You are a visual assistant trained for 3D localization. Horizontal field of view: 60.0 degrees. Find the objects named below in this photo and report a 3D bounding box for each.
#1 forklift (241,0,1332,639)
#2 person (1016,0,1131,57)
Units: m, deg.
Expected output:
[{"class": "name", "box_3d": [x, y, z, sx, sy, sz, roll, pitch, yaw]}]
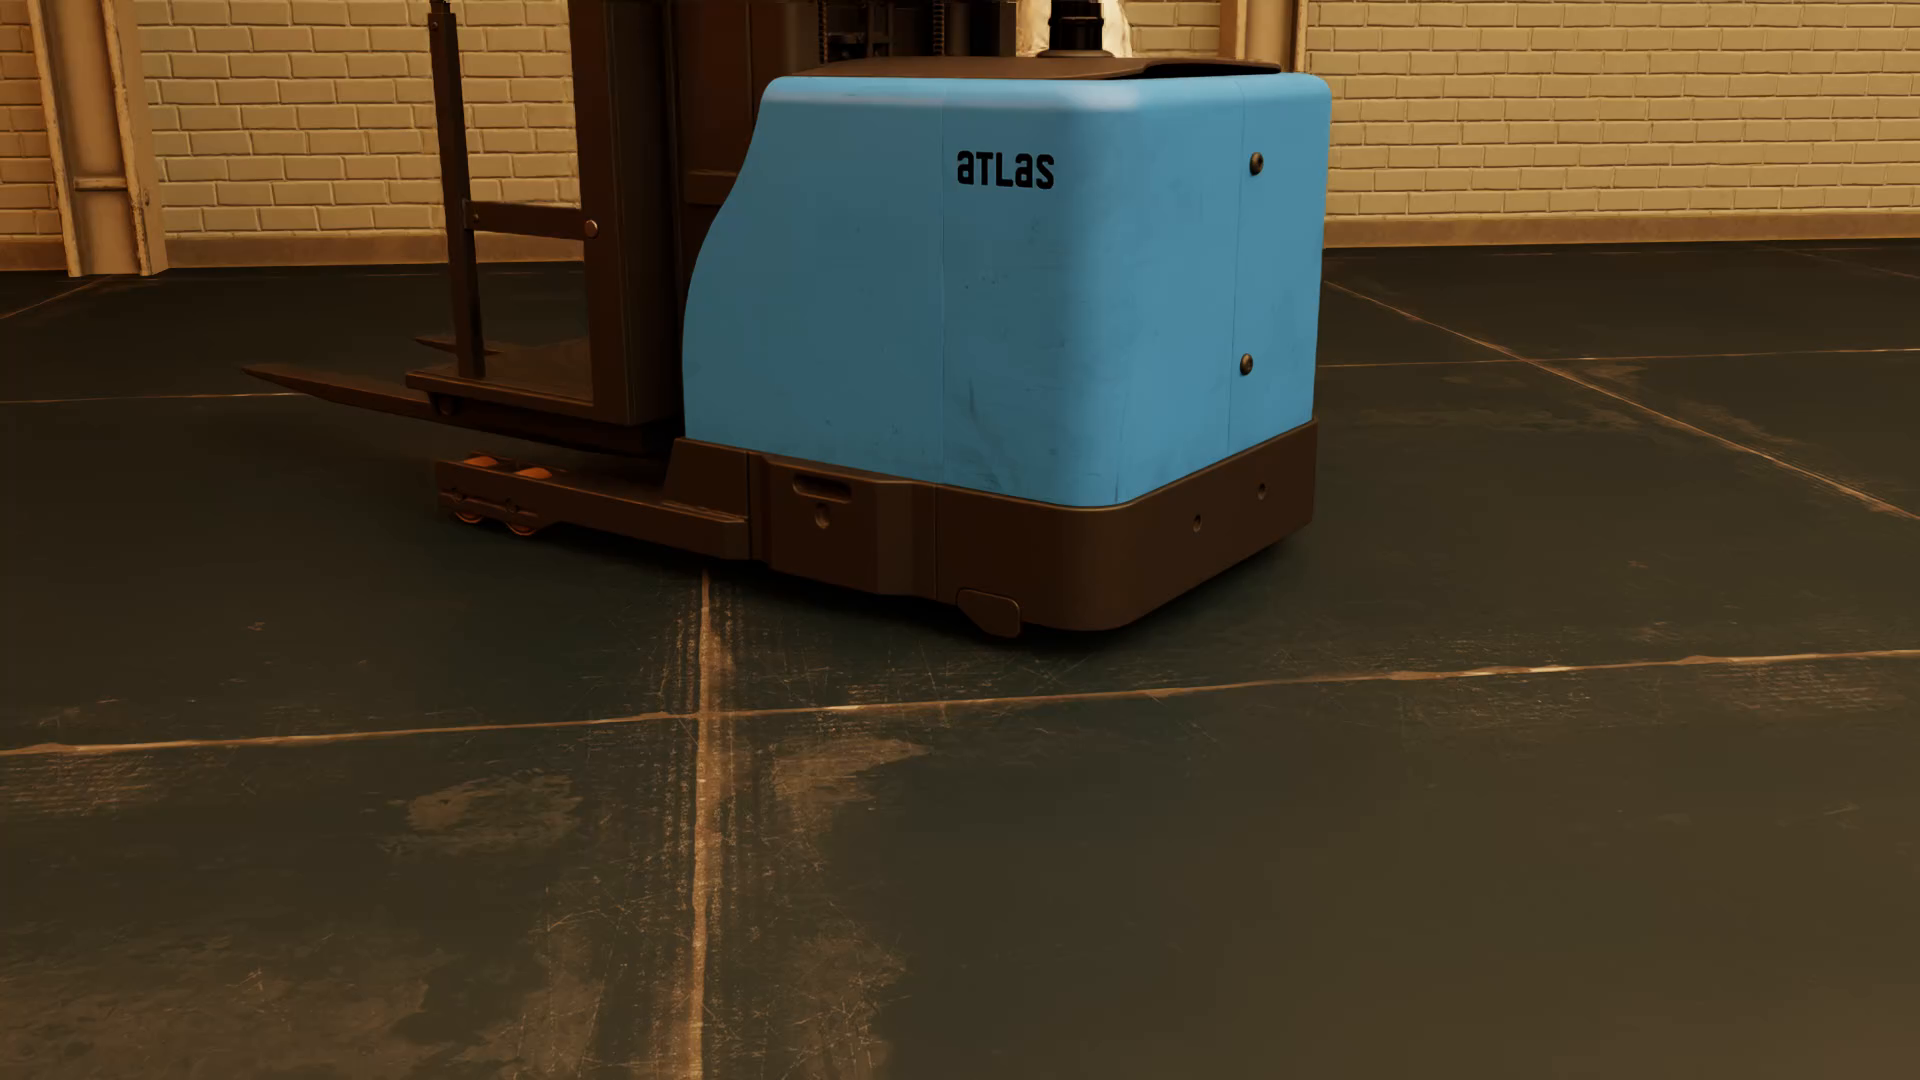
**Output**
[{"class": "forklift", "box_3d": [-0.676, -1.523, 3.941, 3.031, 2.935, 1.130, 11, 20, 33]}, {"class": "person", "box_3d": [0.316, -1.235, 5.151, 0.482, 1.692, 0.870, 5, 17, 16]}]
